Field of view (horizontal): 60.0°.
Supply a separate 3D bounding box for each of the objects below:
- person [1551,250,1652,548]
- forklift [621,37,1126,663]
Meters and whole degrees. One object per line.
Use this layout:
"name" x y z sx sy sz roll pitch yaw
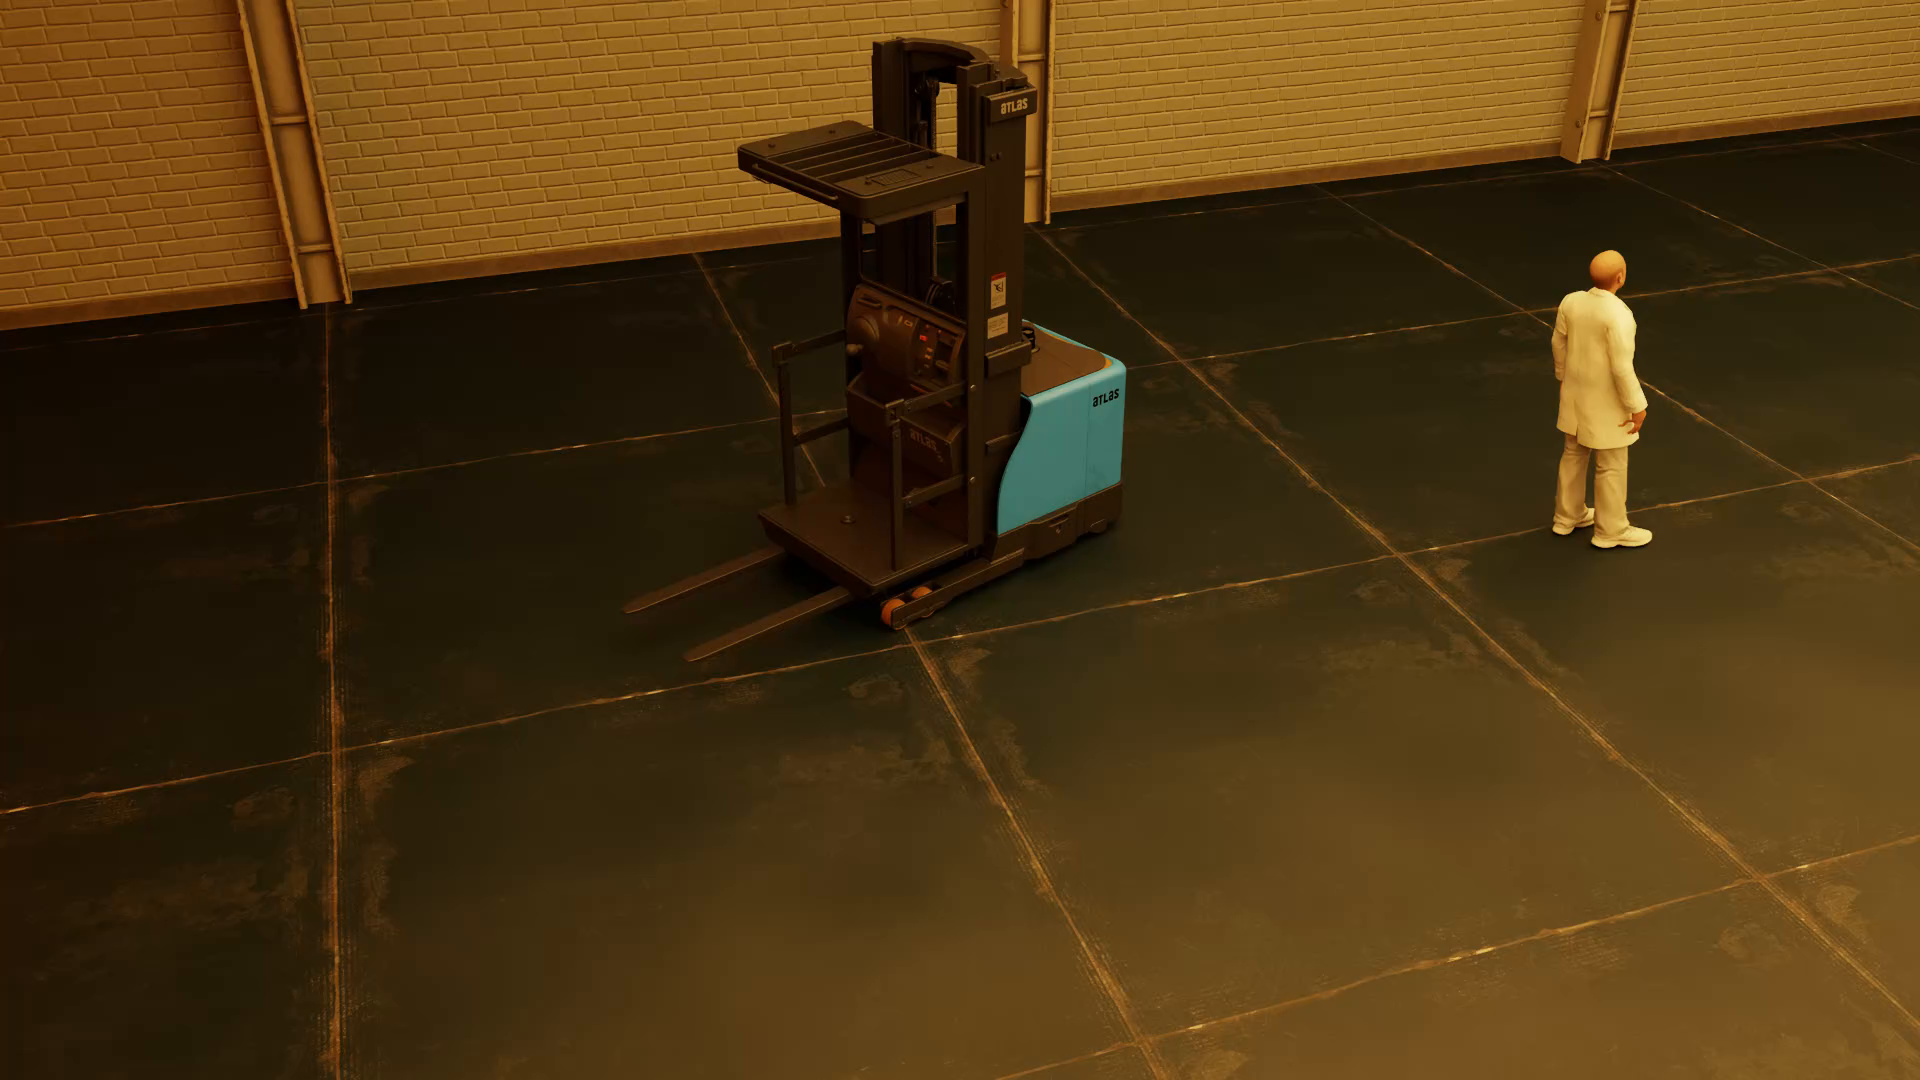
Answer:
"person" 3.775 -0.841 9.691 0.582 1.776 0.695 -12 32 -20
"forklift" -0.461 -1.072 8.951 3.031 2.935 1.130 -23 37 -34
